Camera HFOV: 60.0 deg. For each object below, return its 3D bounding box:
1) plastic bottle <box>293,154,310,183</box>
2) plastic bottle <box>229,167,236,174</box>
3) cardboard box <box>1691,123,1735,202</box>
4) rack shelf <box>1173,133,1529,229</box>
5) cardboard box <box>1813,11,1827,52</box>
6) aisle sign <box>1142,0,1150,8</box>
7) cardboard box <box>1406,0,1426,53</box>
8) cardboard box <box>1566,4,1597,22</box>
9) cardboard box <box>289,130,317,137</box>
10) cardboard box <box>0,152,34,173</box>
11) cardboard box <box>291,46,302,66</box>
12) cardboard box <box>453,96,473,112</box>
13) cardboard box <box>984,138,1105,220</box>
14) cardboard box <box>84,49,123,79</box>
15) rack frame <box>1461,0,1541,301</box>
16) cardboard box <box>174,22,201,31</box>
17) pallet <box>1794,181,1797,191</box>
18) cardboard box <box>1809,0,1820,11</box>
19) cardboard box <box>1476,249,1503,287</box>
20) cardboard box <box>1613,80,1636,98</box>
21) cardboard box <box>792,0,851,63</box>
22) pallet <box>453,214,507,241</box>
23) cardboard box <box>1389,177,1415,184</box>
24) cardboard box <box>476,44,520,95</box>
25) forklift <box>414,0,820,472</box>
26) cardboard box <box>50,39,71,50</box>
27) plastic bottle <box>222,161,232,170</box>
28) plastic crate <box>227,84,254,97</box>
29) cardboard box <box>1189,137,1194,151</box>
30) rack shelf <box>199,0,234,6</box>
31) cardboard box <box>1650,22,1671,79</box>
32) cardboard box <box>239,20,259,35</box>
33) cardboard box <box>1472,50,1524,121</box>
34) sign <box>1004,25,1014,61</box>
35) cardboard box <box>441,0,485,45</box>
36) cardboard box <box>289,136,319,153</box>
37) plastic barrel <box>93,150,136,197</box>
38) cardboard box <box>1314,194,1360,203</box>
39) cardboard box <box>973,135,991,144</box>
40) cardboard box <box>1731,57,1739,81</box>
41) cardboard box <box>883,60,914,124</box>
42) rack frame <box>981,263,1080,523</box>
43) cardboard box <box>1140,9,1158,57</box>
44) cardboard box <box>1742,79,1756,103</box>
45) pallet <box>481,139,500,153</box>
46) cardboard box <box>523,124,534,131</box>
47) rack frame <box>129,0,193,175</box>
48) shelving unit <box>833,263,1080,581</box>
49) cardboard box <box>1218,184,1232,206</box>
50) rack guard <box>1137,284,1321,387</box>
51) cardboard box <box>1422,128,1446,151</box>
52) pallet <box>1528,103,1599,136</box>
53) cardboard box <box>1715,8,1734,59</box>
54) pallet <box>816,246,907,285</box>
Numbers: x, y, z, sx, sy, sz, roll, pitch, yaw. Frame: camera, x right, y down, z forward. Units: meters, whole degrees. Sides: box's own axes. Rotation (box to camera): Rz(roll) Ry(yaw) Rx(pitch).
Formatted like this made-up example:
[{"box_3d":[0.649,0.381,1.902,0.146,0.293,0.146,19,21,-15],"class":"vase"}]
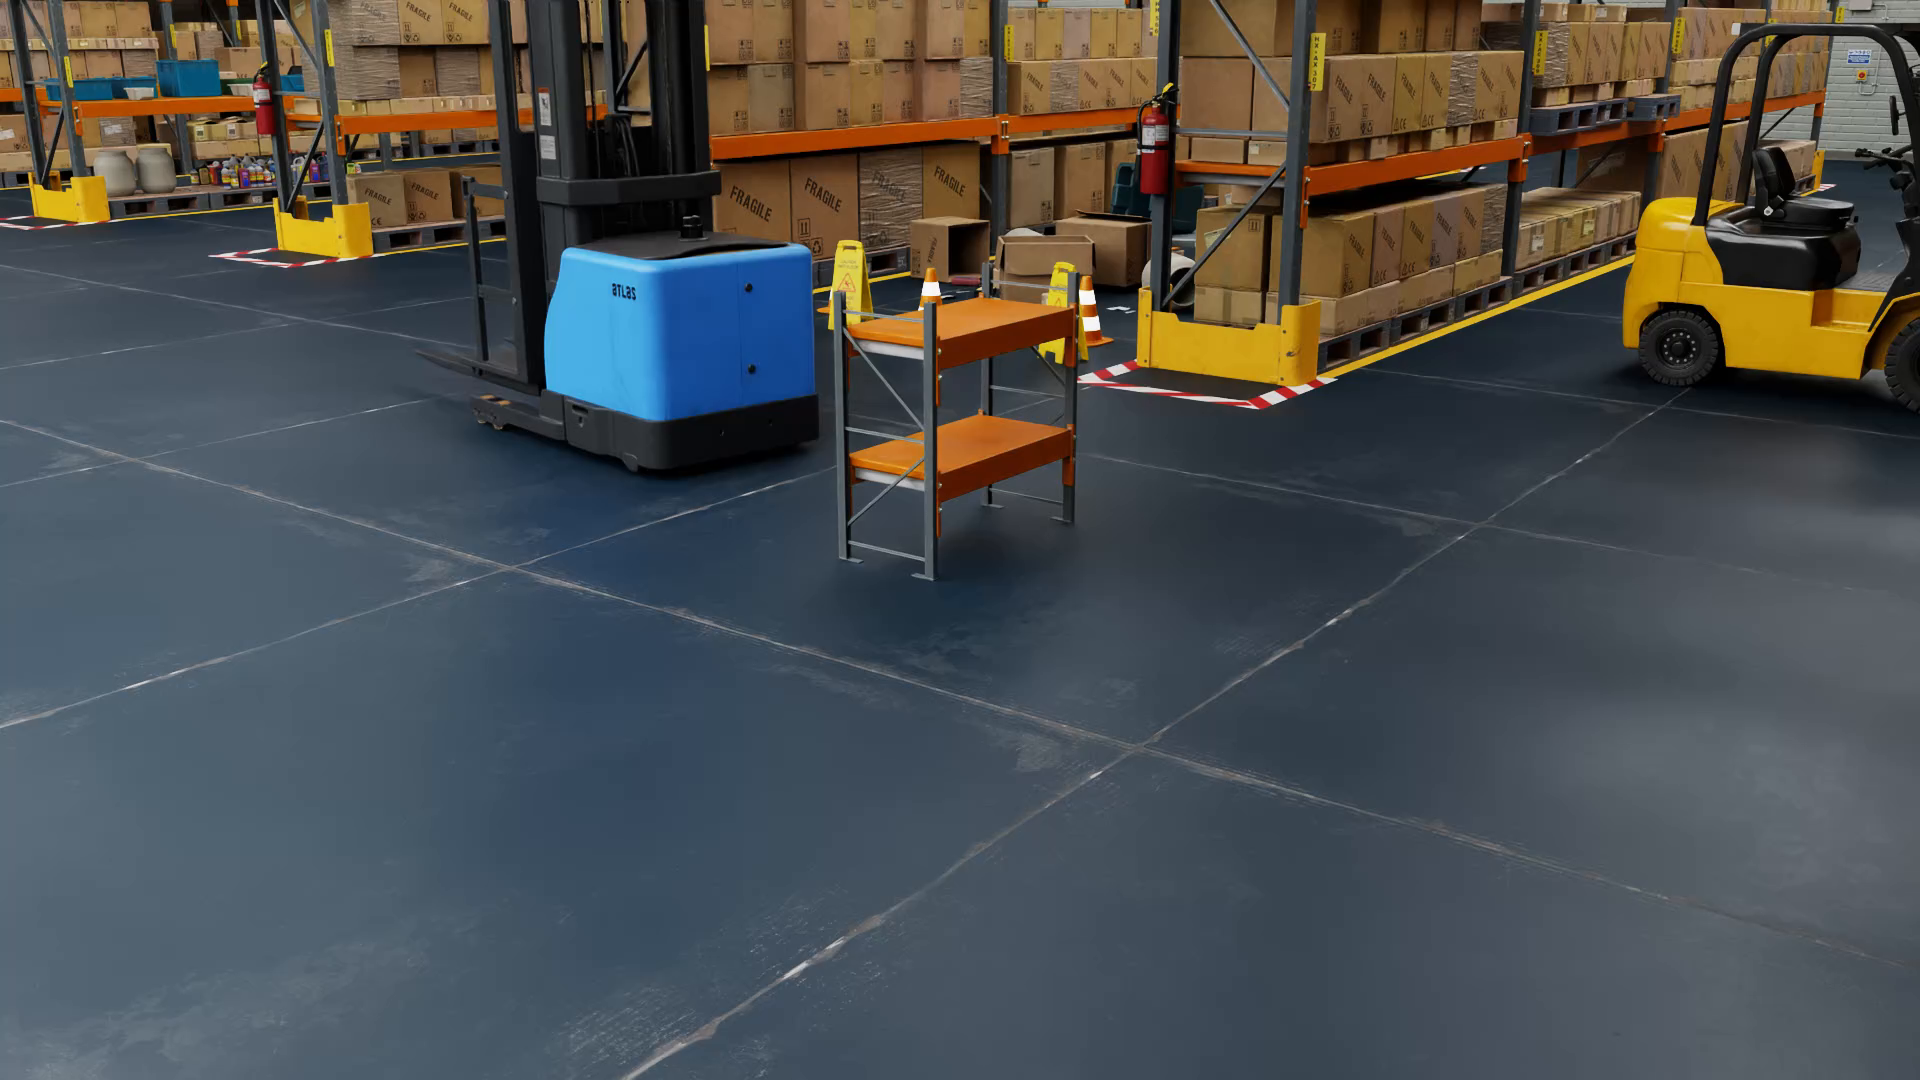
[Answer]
[{"box_3d":[-8.348,-4.699,21.043,0.144,0.351,0.185,12,21,34],"class":"plastic bottle"},{"box_3d":[-9.164,-4.588,20.935,0.097,0.201,0.097,0,17,0],"class":"plastic bottle"},{"box_3d":[7.977,-4.168,18.481,0.875,0.875,0.875,13,22,36],"class":"cardboard box"},{"box_3d":[2.856,-2.635,11.883,1.077,0.370,4.000,12,21,35],"class":"rack shelf"},{"box_3d":[10.814,-6.551,21.428,0.500,0.500,0.500,13,21,35],"class":"cardboard box"},{"box_3d":[3.041,-9.376,27.994,0.394,0.787,0.004,12,21,35],"class":"aisle sign"},{"box_3d":[2.969,-3.823,12.140,0.700,0.500,0.500,12,21,33],"class":"cardboard box"},{"box_3d":[5.177,-4.481,14.144,0.380,0.149,0.250,14,22,38],"class":"cardboard box"},{"box_3d":[-10.503,-6.533,26.207,0.500,0.311,0.500,13,22,36],"class":"cardboard box"},{"box_3d":[-13.157,-5.219,22.920,0.500,0.250,0.500,12,21,35],"class":"cardboard box"},{"box_3d":[-10.468,-7.555,26.346,0.500,0.500,0.500,11,20,32],"class":"cardboard box"},{"box_3d":[-5.194,-4.458,16.964,0.380,0.149,0.250,12,21,35],"class":"cardboard box"},{"box_3d":[0.888,-3.824,17.586,1.050,0.750,0.750,12,21,35],"class":"cardboard box"},{"box_3d":[-12.433,-6.771,23.822,0.700,0.500,0.500,12,21,34],"class":"cardboard box"},{"box_3d":[4.048,-3.455,13.310,1.000,3.000,0.127,12,21,35],"class":"rack frame"},{"box_3d":[-13.823,-9.185,29.760,0.380,0.149,0.250,9,19,26],"class":"cardboard box"},{"box_3d":[10.057,-4.487,21.338,1.003,0.211,1.213,12,21,35],"class":"pallet"},{"box_3d":[10.743,-6.833,21.242,0.380,0.149,0.250,13,21,36],"class":"cardboard box"},{"box_3d":[3.911,-2.154,13.050,0.500,0.250,0.500,14,22,37],"class":"cardboard box"},{"box_3d":[5.900,-4.097,15.095,0.380,0.149,0.250,13,21,36],"class":"cardboard box"},{"box_3d":[-1.423,-4.278,13.888,0.875,0.550,0.550,12,21,35],"class":"cardboard box"},{"box_3d":[-5.009,-3.416,17.888,1.003,0.211,1.213,12,21,35],"class":"pallet"},{"box_3d":[3.357,-2.898,13.088,0.380,0.149,0.250,13,21,35],"class":"cardboard box"},{"box_3d":[-5.103,-4.938,17.416,0.875,0.500,0.500,12,21,35],"class":"cardboard box"},{"box_3d":[-2.106,-2.097,9.054,1.130,2.935,3.031,-15,23,-40],"class":"forklift"},{"box_3d":[-12.612,-6.910,23.175,0.380,0.149,0.250,13,22,36],"class":"cardboard box"},{"box_3d":[-9.275,-4.641,20.981,0.152,0.276,0.135,12,21,33],"class":"plastic bottle"},{"box_3d":[-8.653,-5.524,20.417,0.530,0.136,0.437,12,21,35],"class":"plastic crate"},{"box_3d":[3.001,-4.744,19.706,0.500,0.250,0.500,11,21,32],"class":"cardboard box"},{"box_3d":[-14.654,-9.397,28.601,1.077,0.370,4.000,12,21,35],"class":"rack shelf"},{"box_3d":[6.383,-4.640,15.750,0.500,0.500,0.500,12,21,33],"class":"cardboard box"},{"box_3d":[-12.967,-9.411,30.524,0.500,0.250,0.500,13,22,36],"class":"cardboard box"},{"box_3d":[3.983,-3.495,12.769,0.500,0.500,0.500,12,21,33],"class":"cardboard box"},{"box_3d":[0.459,-4.659,15.595,0.100,0.325,0.005,12,21,35],"class":"sign"},{"box_3d":[-5.148,-5.240,16.705,0.500,0.500,0.500,12,21,35],"class":"cardboard box"},{"box_3d":[-10.510,-6.263,26.283,0.500,0.250,0.500,13,21,36],"class":"cardboard box"},{"box_3d":[-9.941,-4.311,19.555,0.421,0.512,0.421,0,17,0],"class":"plastic barrel"},{"box_3d":[2.547,-2.228,12.025,0.500,0.500,0.500,12,21,33],"class":"cardboard box"},{"box_3d":[-0.041,-5.928,24.150,1.225,0.875,0.875,12,21,33],"class":"cardboard box"},{"box_3d":[8.151,-5.134,18.130,0.500,0.250,0.500,13,22,36],"class":"cardboard box"},{"box_3d":[-0.924,-4.044,14.956,0.875,0.550,0.550,12,21,35],"class":"cardboard box"},{"box_3d":[0.307,-0.660,7.472,0.500,1.125,0.032,12,21,35],"class":"rack frame"},{"box_3d":[1.820,-5.557,18.227,0.700,0.500,0.500,12,21,34],"class":"cardboard box"},{"box_3d":[8.750,-5.137,18.981,0.500,0.250,0.500,12,21,33],"class":"cardboard box"},{"box_3d":[-8.279,-7.039,29.554,1.003,0.211,1.213,12,21,35],"class":"pallet"},{"box_3d":[-7.762,-7.475,29.730,0.500,0.500,0.500,13,21,35],"class":"cardboard box"},{"box_3d":[-11.865,-6.957,24.589,1.000,3.000,0.127,12,21,35],"class":"rack frame"},{"box_3d":[0.004,-0.539,7.082,0.538,1.125,1.048,12,21,35],"class":"shelving unit"},{"box_3d":[2.600,-2.930,14.559,0.500,0.500,0.500,12,21,35],"class":"cardboard box"},{"box_3d":[1.710,-1.326,10.671,1.175,0.500,0.348,12,21,35],"class":"rack guard"},{"box_3d":[3.198,-2.838,11.749,0.380,0.149,0.250,13,21,35],"class":"cardboard box"},{"box_3d":[4.620,-3.519,13.842,1.003,0.211,1.213,12,21,35],"class":"pallet"},{"box_3d":[7.833,-5.367,17.613,0.500,0.500,0.500,13,21,36],"class":"cardboard box"},{"box_3d":[-1.230,-2.514,14.985,1.003,0.211,1.213,12,21,35],"class":"pallet"}]
